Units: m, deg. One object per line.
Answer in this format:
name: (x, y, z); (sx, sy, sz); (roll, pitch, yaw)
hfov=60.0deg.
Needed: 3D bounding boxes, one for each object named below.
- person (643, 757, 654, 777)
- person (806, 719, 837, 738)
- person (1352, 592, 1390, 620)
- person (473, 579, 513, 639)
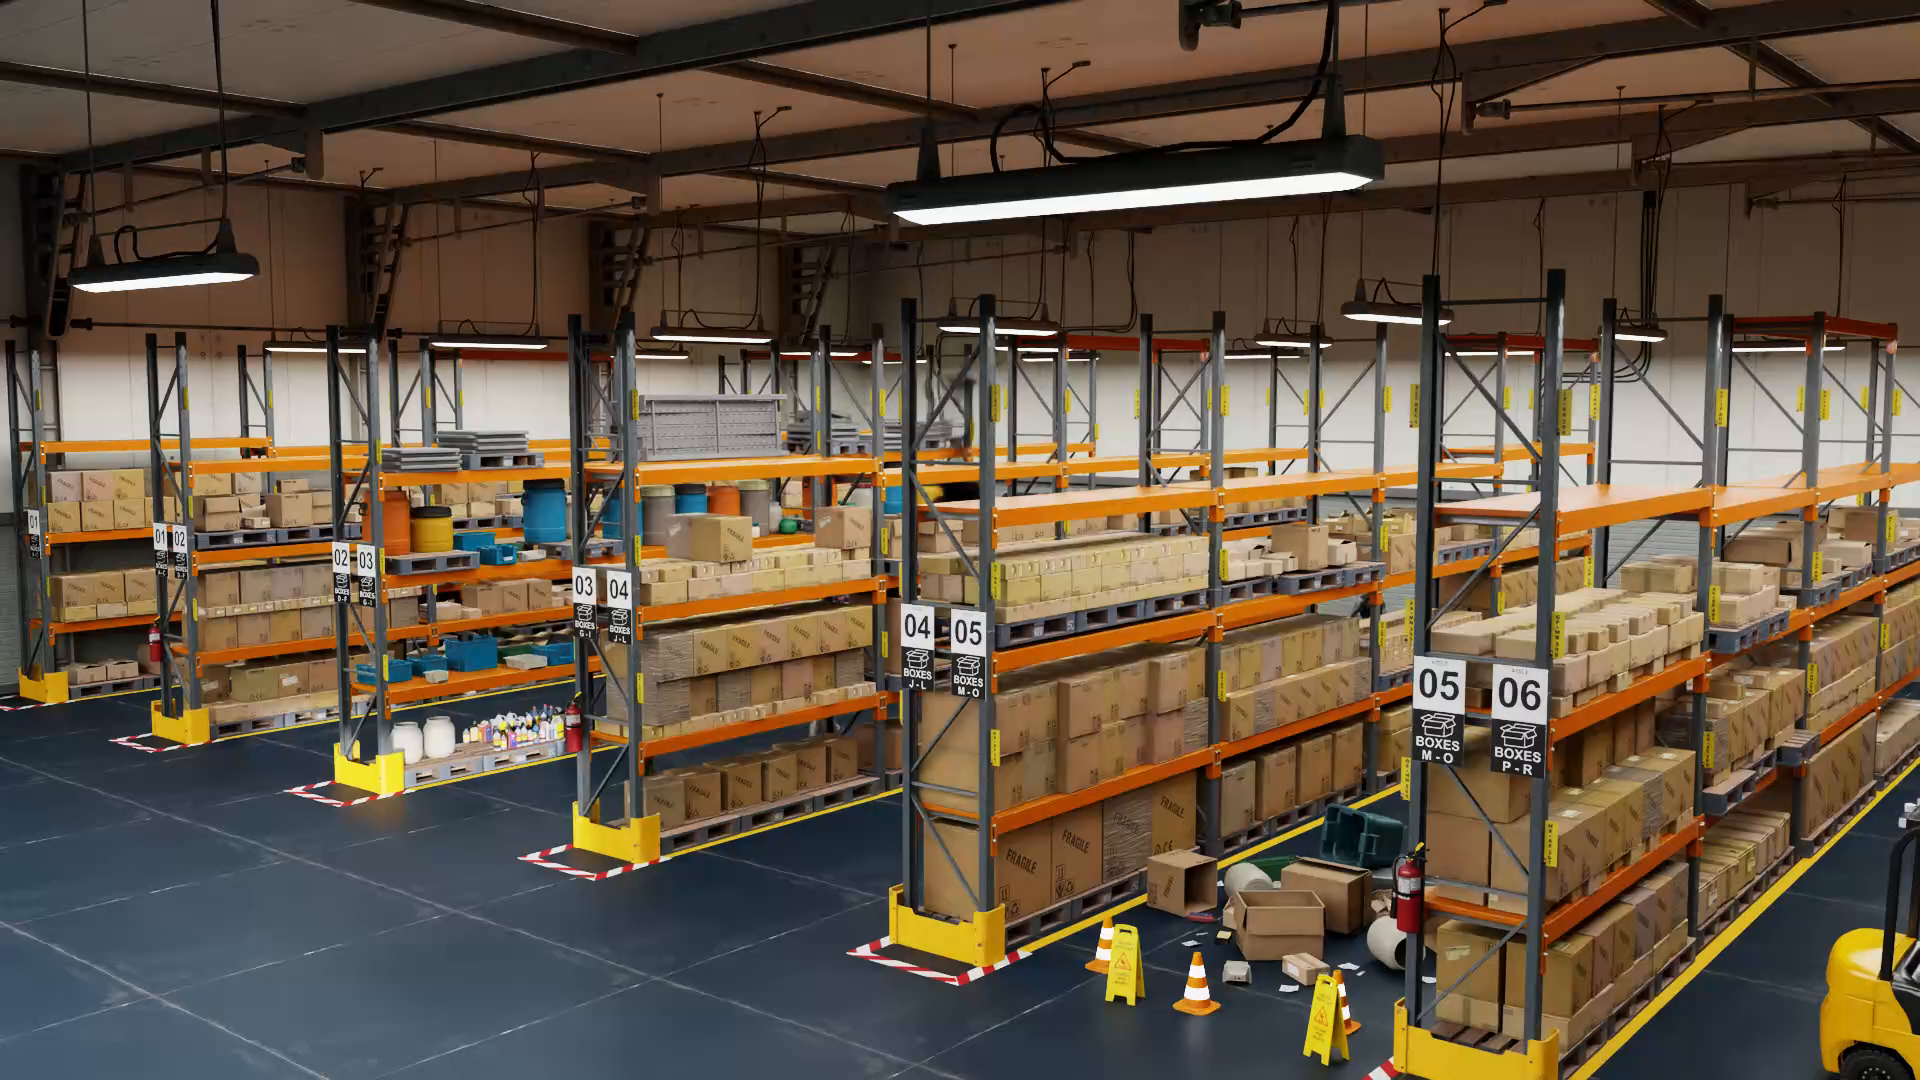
person: (-4.170, 2.334, 21.553); (0.589, 1.833, 0.864); (2, 5, 20)
person: (-1.967, 2.197, 23.327); (0.698, 1.751, 0.927); (3, 6, 33)
person: (7.461, 1.629, 30.232); (0.718, 1.719, 0.808); (0, 5, 4)
person: (-9.055, 1.427, 32.170); (0.695, 1.728, 0.919); (3, 6, 33)
